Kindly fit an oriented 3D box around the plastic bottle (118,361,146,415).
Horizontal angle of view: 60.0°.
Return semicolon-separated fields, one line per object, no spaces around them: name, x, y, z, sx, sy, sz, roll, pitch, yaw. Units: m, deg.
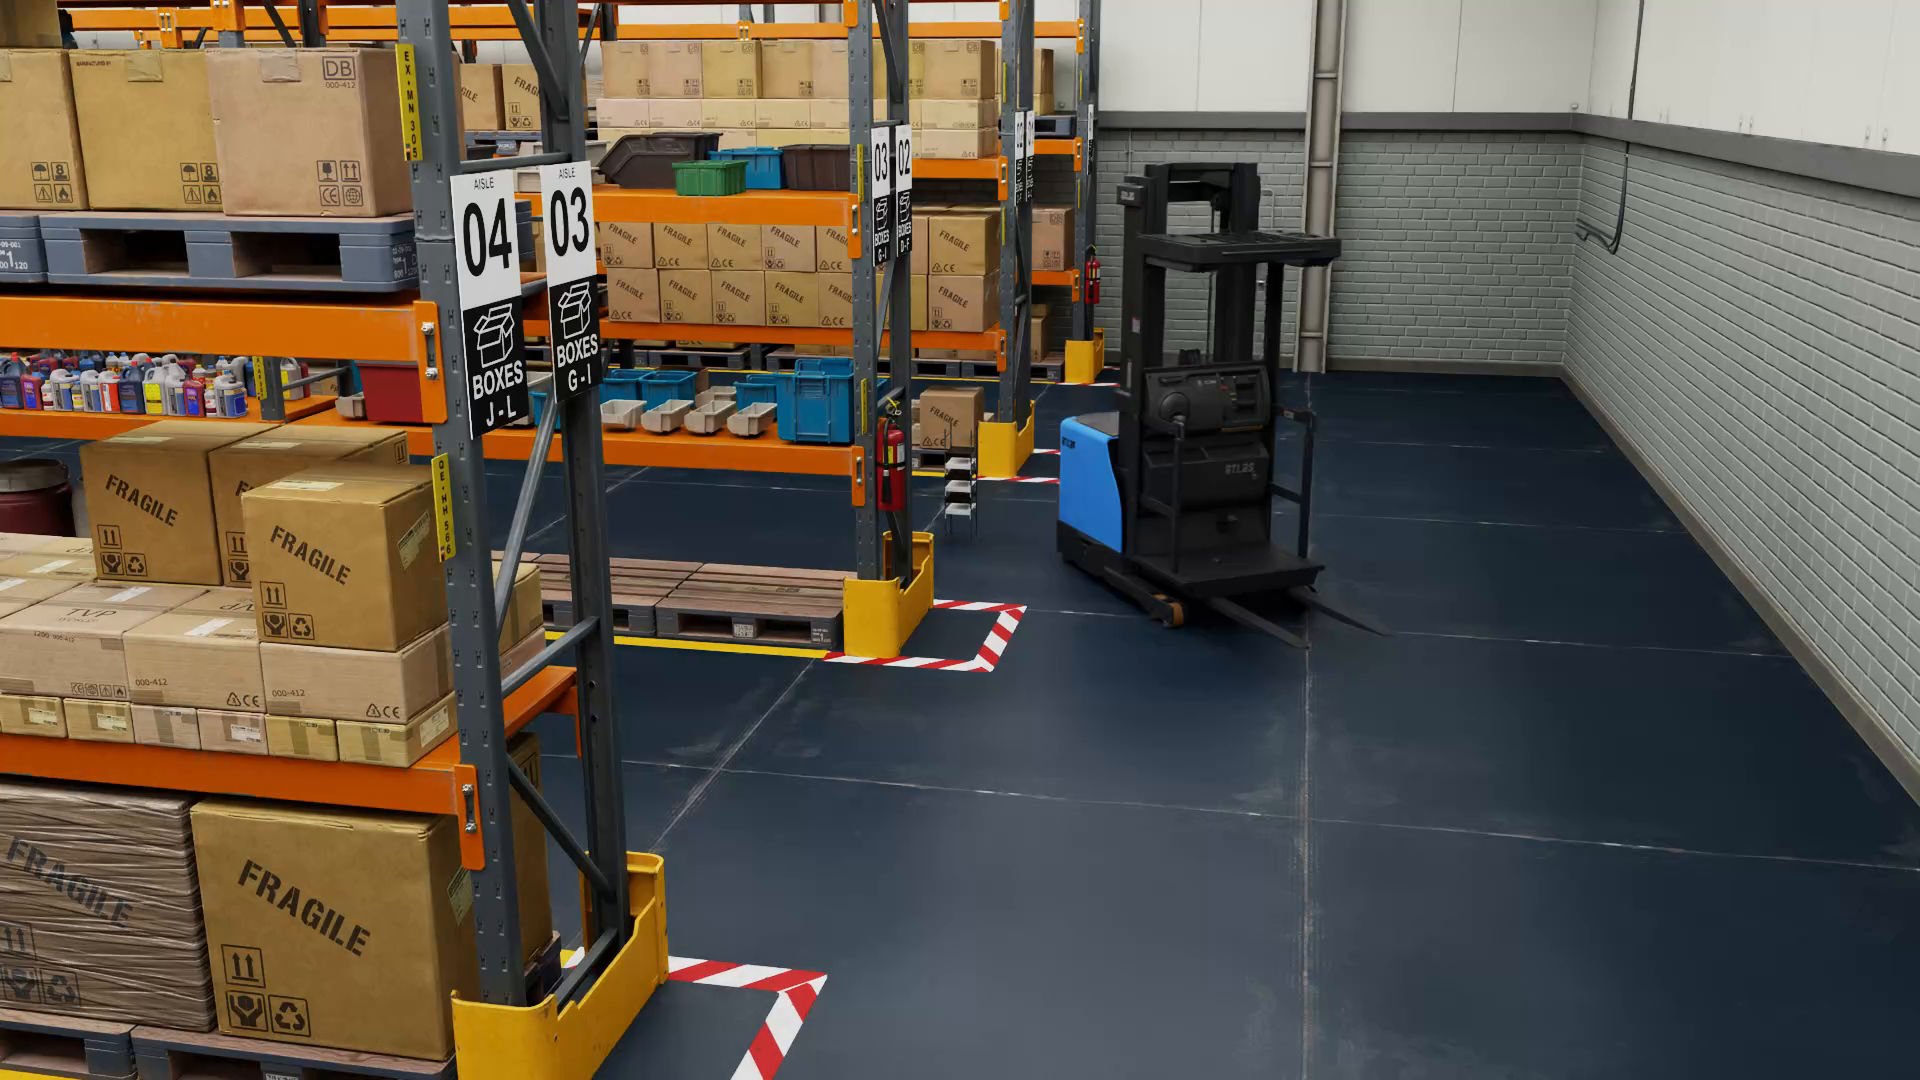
plastic bottle;-5.546;-1.026;11.171;0.185;0.351;0.144;3;16;11

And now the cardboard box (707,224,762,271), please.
cardboard box;-1.993;-2.749;15.238;0.500;0.500;0.500;3;16;9

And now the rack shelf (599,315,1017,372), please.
rack shelf;-1.448;-1.920;15.650;4.000;0.370;1.077;3;16;11

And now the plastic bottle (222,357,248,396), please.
plastic bottle;-5.135;-1.161;11.797;0.135;0.276;0.152;3;16;11

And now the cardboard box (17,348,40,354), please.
cardboard box;-9.794;-1.946;17.712;0.500;0.311;0.500;3;16;11

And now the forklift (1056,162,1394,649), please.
forklift;1.752;-0.965;10.984;1.130;2.935;3.031;-6;17;-22

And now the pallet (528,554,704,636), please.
pallet;-2.471;0.360;11.297;1.213;0.211;1.003;3;16;11

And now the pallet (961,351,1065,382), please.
pallet;0.696;-2.134;20.301;1.213;0.211;1.003;3;16;11

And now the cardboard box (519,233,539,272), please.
cardboard box;-4.514;-2.727;16.243;0.500;0.500;0.700;6;16;20

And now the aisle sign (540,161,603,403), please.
aisle sign;-1.335;-0.896;5.738;0.004;0.787;0.394;3;16;11

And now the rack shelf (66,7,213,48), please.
rack shelf;-9.287;-5.044;16.439;4.000;0.370;1.077;3;16;11

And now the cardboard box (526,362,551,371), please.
cardboard box;-4.358;-1.495;16.628;0.500;0.500;0.500;3;16;12

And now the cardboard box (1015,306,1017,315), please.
cardboard box;0.627;-2.737;19.933;0.250;0.149;0.380;3;16;10

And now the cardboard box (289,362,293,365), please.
cardboard box;-6.938;-1.494;16.624;0.500;0.500;0.500;4;16;13

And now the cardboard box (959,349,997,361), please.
cardboard box;0.299;-2.491;20.263;0.500;0.500;0.700;3;16;11

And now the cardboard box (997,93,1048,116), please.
cardboard box;0.725;-5.049;19.289;0.500;0.250;0.500;4;16;13

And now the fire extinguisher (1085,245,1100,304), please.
fire extinguisher;1.551;-3.110;19.445;0.183;0.674;0.296;3;16;11

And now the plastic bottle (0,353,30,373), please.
plastic bottle;-6.545;-1.122;11.516;0.185;0.351;0.144;3;16;11

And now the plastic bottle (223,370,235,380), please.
plastic bottle;-5.141;-1.091;11.685;0.097;0.201;0.097;0;15;0

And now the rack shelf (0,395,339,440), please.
rack shelf;-6.358;-0.837;11.741;4.000;0.370;1.077;3;16;11

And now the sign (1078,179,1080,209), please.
sign;1.374;-3.987;19.153;0.005;0.325;0.100;3;16;11

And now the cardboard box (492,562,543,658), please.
cardboard box;-1.882;0.264;6.143;0.500;0.250;0.500;3;16;10

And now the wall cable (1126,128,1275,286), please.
wall cable;2.939;-4.125;20.361;1.851;1.984;0.084;3;16;11

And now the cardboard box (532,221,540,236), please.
cardboard box;-5.408;-3.960;20.885;0.500;0.500;0.500;4;16;13

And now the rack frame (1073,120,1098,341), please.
rack frame;1.496;-3.456;19.849;0.127;3.000;1.000;3;16;11

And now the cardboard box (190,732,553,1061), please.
cardboard box;-2.109;1.240;6.091;0.875;0.875;0.875;3;16;11

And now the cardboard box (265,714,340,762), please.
cardboard box;-2.135;0.606;5.655;0.250;0.149;0.380;3;16;12

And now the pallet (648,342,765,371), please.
pallet;-3.195;-2.346;21.067;1.213;0.211;1.003;3;16;11

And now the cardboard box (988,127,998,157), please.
cardboard box;0.059;-3.627;15.129;0.500;0.250;0.500;3;16;11

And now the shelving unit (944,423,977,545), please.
shelving unit;0.008;-0.433;12.870;0.210;0.900;0.258;3;16;11

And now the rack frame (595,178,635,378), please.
rack frame;-3.408;-2.373;15.939;0.127;3.000;1.000;3;16;11

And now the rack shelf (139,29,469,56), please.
rack shelf;-8.304;-6.340;21.118;4.000;0.370;1.077;3;16;11

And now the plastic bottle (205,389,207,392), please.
plastic bottle;-5.087;-0.940;11.138;0.097;0.201;0.097;0;15;0

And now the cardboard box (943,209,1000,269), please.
cardboard box;0.130;-2.783;15.358;0.500;0.500;0.500;4;16;13

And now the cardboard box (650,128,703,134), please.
cardboard box;-2.491;-3.628;15.131;0.500;0.250;0.500;3;16;11

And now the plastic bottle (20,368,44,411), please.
plastic bottle;-6.296;-1.023;11.286;0.133;0.283;0.061;3;16;11

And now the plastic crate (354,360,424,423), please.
plastic crate;-3.574;-1.024;10.836;0.583;0.464;0.402;3;16;11

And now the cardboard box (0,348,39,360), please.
cardboard box;-9.895;-1.803;17.197;0.500;0.311;0.500;3;16;9

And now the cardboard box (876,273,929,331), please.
cardboard box;-0.490;-2.187;15.082;0.500;0.500;0.500;3;16;12

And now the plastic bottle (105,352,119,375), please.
plastic bottle;-6.114;-1.219;12.016;0.097;0.271;0.097;0;15;0

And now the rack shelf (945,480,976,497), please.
rack shelf;0.008;-0.401;12.879;0.200;0.077;0.258;3;16;11

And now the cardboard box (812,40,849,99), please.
cardboard box;-0.979;-4.206;14.877;0.500;0.500;0.700;3;16;11

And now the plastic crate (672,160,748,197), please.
plastic crate;-1.502;-2.186;10.041;0.336;0.188;0.450;3;16;11

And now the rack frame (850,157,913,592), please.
rack frame;-0.479;-0.864;10.493;0.127;3.000;1.000;3;16;11

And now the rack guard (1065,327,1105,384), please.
rack guard;1.519;-2.250;20.178;0.348;0.500;1.175;3;16;11

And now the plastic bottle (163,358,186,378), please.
plastic bottle;-5.336;-1.054;11.272;0.185;0.351;0.144;3;16;11

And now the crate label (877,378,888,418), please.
crate label;-0.655;-0.912;10.866;0.303;0.233;0.416;3;16;11

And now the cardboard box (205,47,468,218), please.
cardboard box;-1.986;-1.327;5.382;0.500;0.500;0.700;2;16;8

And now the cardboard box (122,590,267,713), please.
cardboard box;-2.490;0.377;5.736;0.500;0.250;0.500;3;16;10

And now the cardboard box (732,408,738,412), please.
cardboard box;-2.058;-1.293;16.253;0.500;0.311;0.500;3;16;11

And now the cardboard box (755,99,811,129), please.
cardboard box;-1.513;-3.814;14.866;0.500;0.250;0.500;3;16;11
